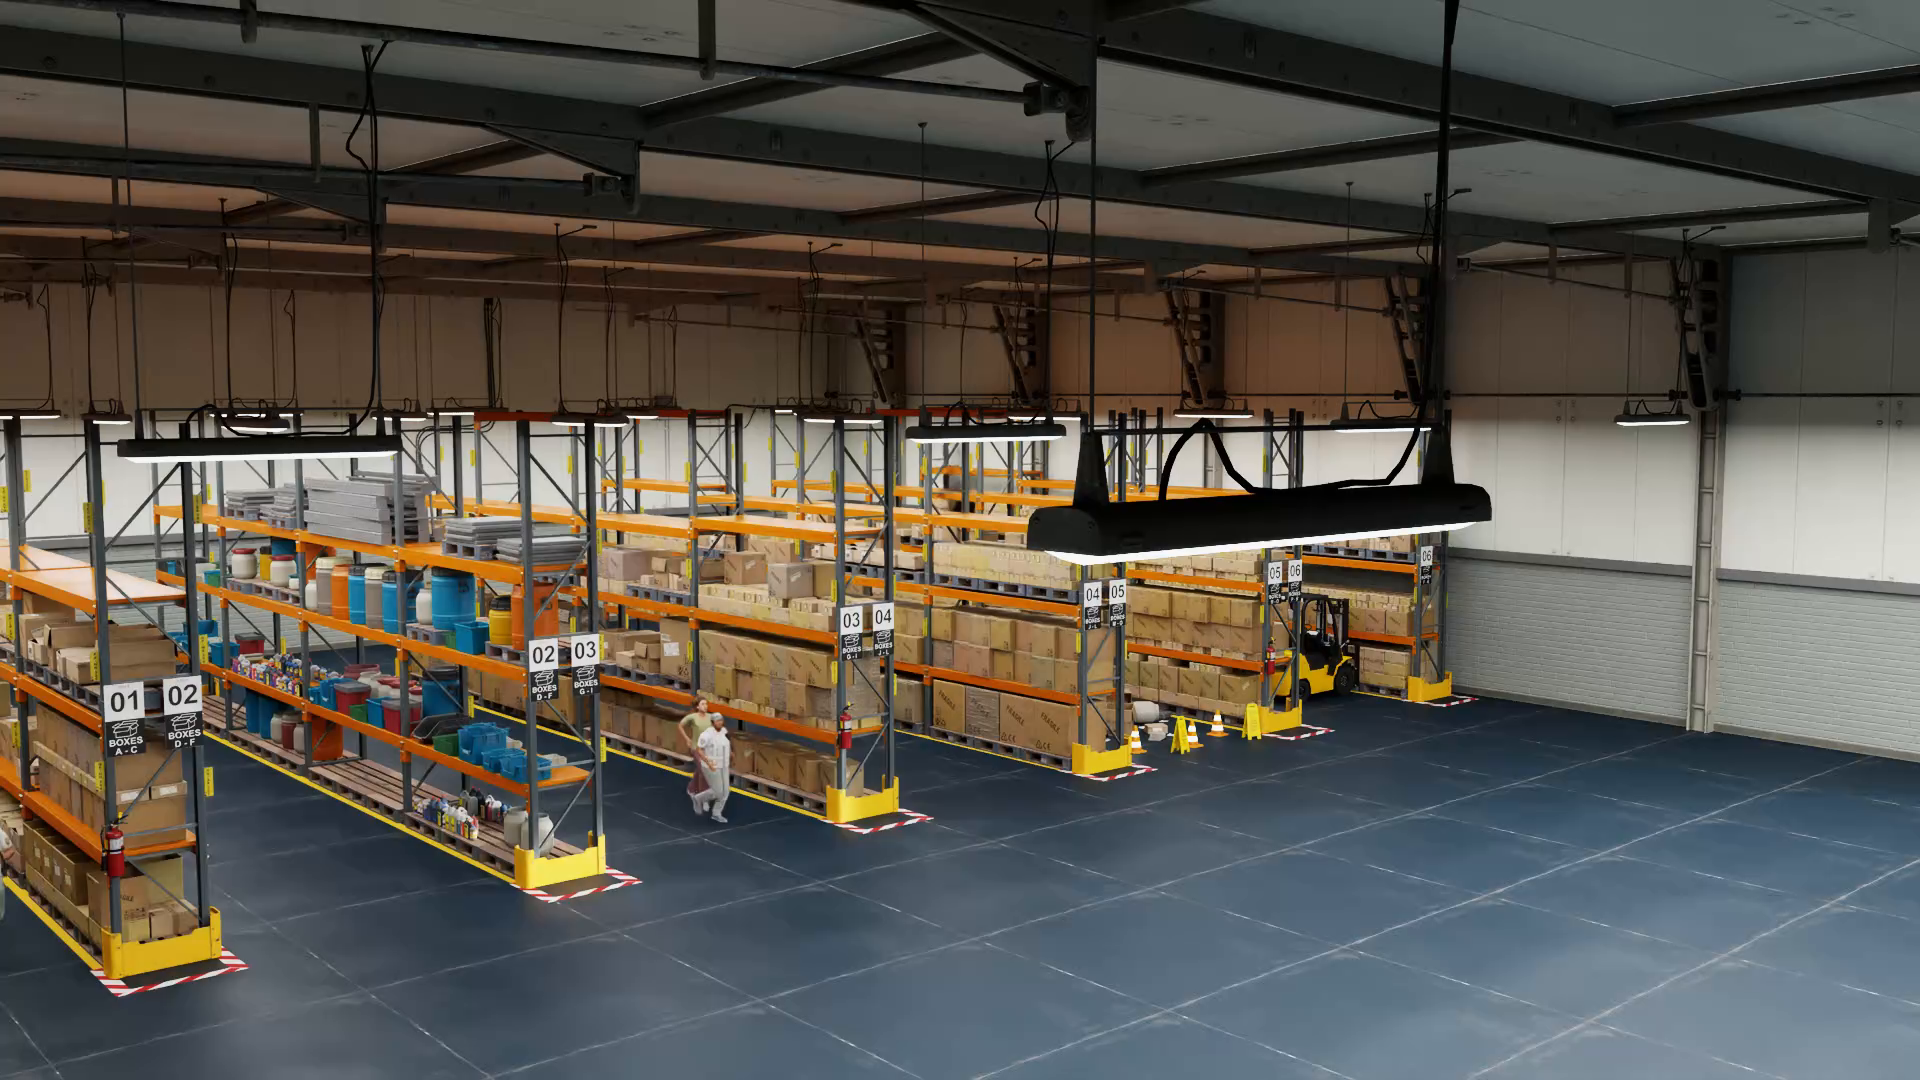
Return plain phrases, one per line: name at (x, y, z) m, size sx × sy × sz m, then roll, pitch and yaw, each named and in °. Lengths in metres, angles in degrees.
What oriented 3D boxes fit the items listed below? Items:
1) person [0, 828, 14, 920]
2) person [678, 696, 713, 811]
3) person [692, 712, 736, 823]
person at (-10.965, 3.808, 18.641) m, size 0.674 × 1.748 × 0.913 m, roll -5°, pitch 7°, yaw -42°
person at (-3.994, 3.255, 25.577) m, size 0.561 × 1.728 × 0.754 m, roll -5°, pitch 7°, yaw -44°
person at (-3.628, 3.361, 24.703) m, size 0.596 × 1.641 × 0.600 m, roll 4°, pitch 6°, yaw 38°
